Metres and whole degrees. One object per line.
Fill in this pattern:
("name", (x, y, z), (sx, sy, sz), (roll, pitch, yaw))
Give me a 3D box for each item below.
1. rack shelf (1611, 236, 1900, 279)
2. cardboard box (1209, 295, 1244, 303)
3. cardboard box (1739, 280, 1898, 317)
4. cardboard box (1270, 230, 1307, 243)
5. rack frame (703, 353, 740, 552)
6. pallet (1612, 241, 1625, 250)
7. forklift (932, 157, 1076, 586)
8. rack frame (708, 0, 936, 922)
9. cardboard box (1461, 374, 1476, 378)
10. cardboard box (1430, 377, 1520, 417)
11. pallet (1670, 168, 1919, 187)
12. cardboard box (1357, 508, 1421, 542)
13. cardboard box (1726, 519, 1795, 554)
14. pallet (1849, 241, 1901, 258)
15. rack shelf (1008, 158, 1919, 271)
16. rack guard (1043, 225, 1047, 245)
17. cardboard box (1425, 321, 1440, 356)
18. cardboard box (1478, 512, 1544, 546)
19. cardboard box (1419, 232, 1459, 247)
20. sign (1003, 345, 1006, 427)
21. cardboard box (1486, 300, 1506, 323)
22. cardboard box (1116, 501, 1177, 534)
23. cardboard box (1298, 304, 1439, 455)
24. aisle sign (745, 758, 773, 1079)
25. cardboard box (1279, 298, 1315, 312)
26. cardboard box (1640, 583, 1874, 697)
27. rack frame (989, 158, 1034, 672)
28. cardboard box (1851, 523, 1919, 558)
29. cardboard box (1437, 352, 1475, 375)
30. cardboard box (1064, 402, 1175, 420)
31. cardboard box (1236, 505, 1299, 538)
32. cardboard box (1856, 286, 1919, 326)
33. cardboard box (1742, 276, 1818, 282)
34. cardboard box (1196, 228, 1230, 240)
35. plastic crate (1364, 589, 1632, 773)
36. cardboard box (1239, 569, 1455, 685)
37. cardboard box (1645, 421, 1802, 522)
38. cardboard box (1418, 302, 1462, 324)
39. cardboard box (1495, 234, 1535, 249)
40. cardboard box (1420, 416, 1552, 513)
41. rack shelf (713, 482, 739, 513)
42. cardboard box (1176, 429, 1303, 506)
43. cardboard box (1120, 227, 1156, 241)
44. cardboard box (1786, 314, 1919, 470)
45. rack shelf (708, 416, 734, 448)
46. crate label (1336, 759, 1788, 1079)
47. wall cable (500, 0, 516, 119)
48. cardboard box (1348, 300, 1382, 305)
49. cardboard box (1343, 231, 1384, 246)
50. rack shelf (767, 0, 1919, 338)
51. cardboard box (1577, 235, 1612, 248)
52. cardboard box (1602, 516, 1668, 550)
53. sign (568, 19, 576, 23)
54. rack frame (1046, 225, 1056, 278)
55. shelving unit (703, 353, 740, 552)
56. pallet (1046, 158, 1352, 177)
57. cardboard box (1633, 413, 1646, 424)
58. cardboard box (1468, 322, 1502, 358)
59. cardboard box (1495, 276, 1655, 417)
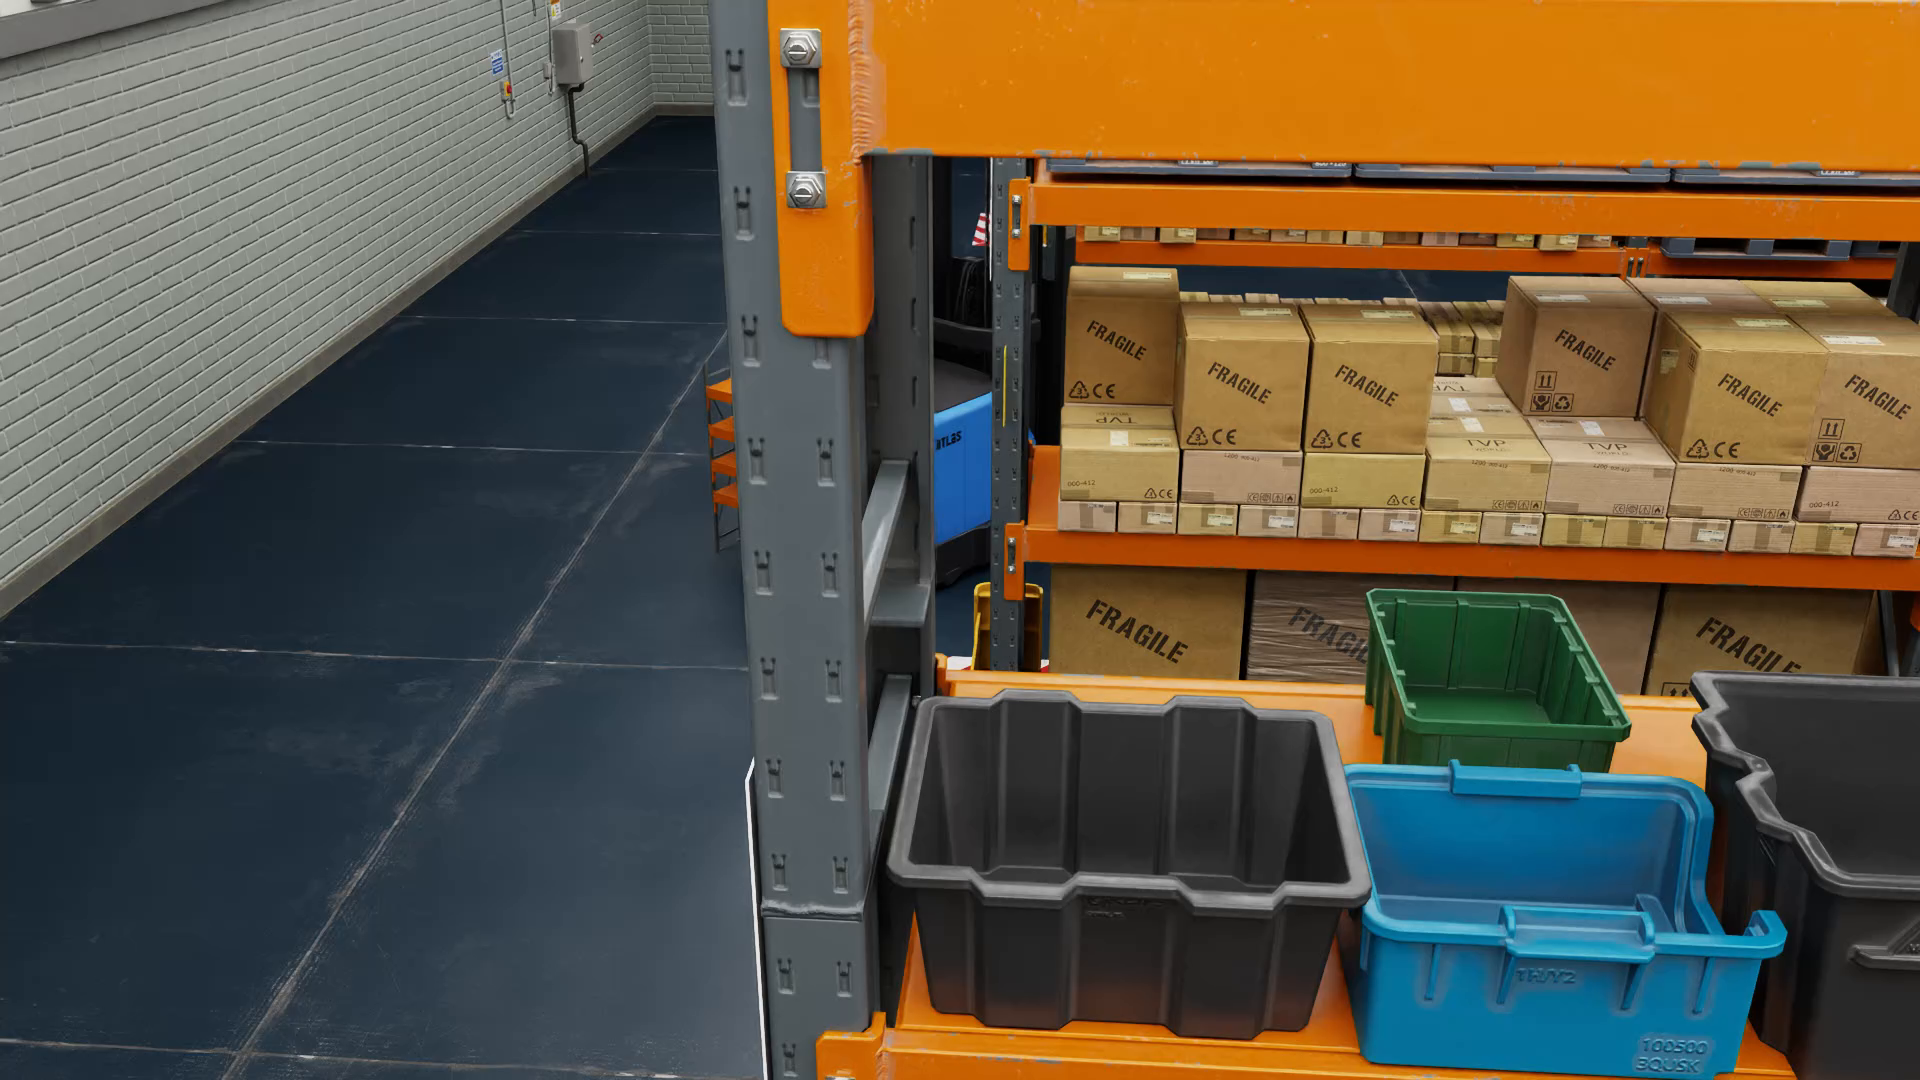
("rack shelf", (6.697, -1.987, 11.840), (4.000, 0.370, 1.077), (2, 25, 4))
("cardboard box", (2.030, -1.738, 12.635), (0.250, 0.149, 0.380), (1, 25, 2))
("cardboard box", (3.765, -0.843, 7.420), (0.500, 0.500, 0.500), (2, 25, 4))
("cardboard box", (2.315, -2.233, 11.814), (0.250, 0.149, 0.380), (1, 25, 3))
("rack frame", (-1.409, -0.514, 9.931), (0.015, 1.200, 0.240), (16, 29, 31))
("pallet", (6.976, -3.146, 16.834), (1.213, 0.211, 1.003), (2, 25, 4))
("forklift", (0.394, -1.598, 10.215), (1.130, 2.935, 3.031), (20, 31, 37))
("rack frame", (-0.145, -1.102, 1.881), (0.127, 3.000, 1.000), (2, 25, 4))
("cardboard box", (3.765, -1.168, 12.109), (0.250, 0.149, 0.380), (1, 25, 2))
("cardboard box", (2.271, -0.556, 7.693), (0.500, 0.250, 0.500), (2, 25, 4))
("pallet", (3.408, -1.666, 6.801), (1.213, 0.211, 1.003), (2, 25, 4))
("cardboard box", (1.845, -0.138, 7.263), (0.250, 0.149, 0.380), (2, 25, 3))
("cardboard box", (3.381, -0.089, 7.155), (0.250, 0.149, 0.380), (1, 25, 3))
("pallet", (6.714, -2.209, 11.691), (1.213, 0.211, 1.003), (2, 25, 4))
("rack shelf", (2.229, -1.413, 7.005), (4.000, 0.370, 1.077), (2, 25, 4))
("rack guard", (0.969, -3.437, 17.121), (0.348, 0.500, 1.175), (2, 25, 4))
("cardboard box", (3.292, -1.454, 12.018), (0.250, 0.149, 0.380), (1, 25, 1))
("cardboard box", (2.358, -0.122, 7.227), (0.250, 0.149, 0.380), (2, 25, 5))
("cardboard box", (3.345, -2.186, 11.713), (0.250, 0.149, 0.380), (1, 25, 2))
("sign", (0.186, -0.640, 6.921), (0.005, 0.325, 0.100), (2, 25, 4))
("cardboard box", (4.105, -1.674, 12.496), (0.250, 0.149, 0.380), (3, 25, 7))
("cardboard box", (0.819, -0.171, 7.333), (0.250, 0.149, 0.380), (1, 25, 3))
("cardboard box", (1.708, -0.691, 7.090), (0.500, 0.500, 0.500), (1, 25, 3))
("aisle sign", (-0.239, 0.563, 2.327), (0.004, 0.787, 0.394), (2, 25, 4))
("cardboard box", (2.556, -1.698, 12.548), (0.250, 0.149, 0.380), (1, 25, 2))
("cardboard box", (3.571, 0.407, 7.817), (0.875, 0.875, 0.875), (2, 25, 4))
("rack frame", (0.234, -0.441, 7.621), (0.127, 3.000, 1.000), (2, 25, 4))
("cardboard box", (3.894, -0.072, 7.120), (0.250, 0.149, 0.380), (2, 25, 4))
("cardboard box", (3.583, -1.339, 12.125), (0.250, 0.149, 0.380), (2, 25, 4))
("cardboard box", (0.738, -0.603, 7.797), (0.500, 0.250, 0.500), (1, 25, 3))
("cardboard box", (1.334, -0.155, 7.299), (0.250, 0.149, 0.380), (1, 25, 3))
("cardboard box", (6.459, -1.605, 11.741), (0.500, 0.250, 0.500), (3, 25, 6))
("cardboard box", (5.977, -1.833, 12.236), (0.500, 0.250, 0.500), (3, 25, 6))
("cardboard box", (1.803, -2.271, 11.898), (0.250, 0.149, 0.380), (3, 25, 6))
("plastic crate", (0.860, 0.269, 2.742), (0.336, 0.188, 0.450), (2, 25, 4))
("cardboard box", (1.786, 0.349, 7.942), (0.875, 0.875, 0.875), (2, 25, 4))
("cardboard box", (3.246, -0.301, 7.139), (0.500, 0.250, 0.500), (3, 25, 6))
("cardboard box", (3.588, -1.661, 12.467), (0.250, 0.149, 0.380), (1, 25, 3))
("cardboard box", (3.873, -2.171, 11.681), (0.250, 0.149, 0.380), (3, 25, 6))
("cardboard box", (2.232, -0.335, 7.212), (0.500, 0.250, 0.500), (1, 25, 3))
("rack shelf", (-1.207, -0.215, 9.917), (0.480, 0.148, 0.258), (16, 29, 31))
("cardboard box", (1.211, -0.367, 7.282), (0.500, 0.250, 0.500), (2, 25, 3))
("cardboard box", (1.270, -2.253, 11.859), (0.250, 0.149, 0.380), (3, 25, 6))
("cardboard box", (3.744, -0.624, 6.945), (0.500, 0.500, 0.500), (3, 25, 6))
("rack shelf", (-1.207, -0.598, 9.741), (0.480, 0.148, 0.258), (16, 29, 31))
("crate label", (0.750, 0.492, 2.182), (0.502, 0.251, 0.408), (2, 25, 4))
("wall cable", (-4.631, -5.218, 16.749), (0.123, 1.953, 0.585), (2, 25, 4))
("cardboard box", (3.062, -1.677, 12.503), (0.250, 0.149, 0.380), (1, 25, 2))
("cardboard box", (2.836, -2.195, 11.732), (0.250, 0.149, 0.380), (2, 25, 5))
("rack shelf", (1.849, -0.530, 1.975), (4.000, 0.370, 1.077), (2, 25, 4))
("cardboard box", (4.400, -2.175, 11.689), (0.250, 0.149, 0.380), (2, 25, 3))
("cardboard box", (2.867, -0.105, 7.191), (0.250, 0.149, 0.380), (2, 25, 5))
("sign", (-4.493, -5.783, 19.342), (0.001, 0.494, 0.329), (2, 25, 4))
("rack frame", (0.715, -2.505, 12.106), (0.127, 3.000, 1.000), (2, 25, 4))
("shelving unit", (-1.207, -0.456, 9.806), (0.503, 1.200, 0.258), (16, 29, 31))
("pallet", (0.975, -1.744, 6.970), (1.213, 0.211, 1.003), (2, 25, 4))
("cardboard box", (3.279, -0.523, 7.621), (0.500, 0.250, 0.500), (2, 25, 4))
("cardboard box", (3.822, -1.443, 11.994), (0.250, 0.149, 0.380), (2, 25, 4))
("cardboard box", (2.755, -0.877, 7.493), (0.500, 0.500, 0.500), (1, 25, 2))
